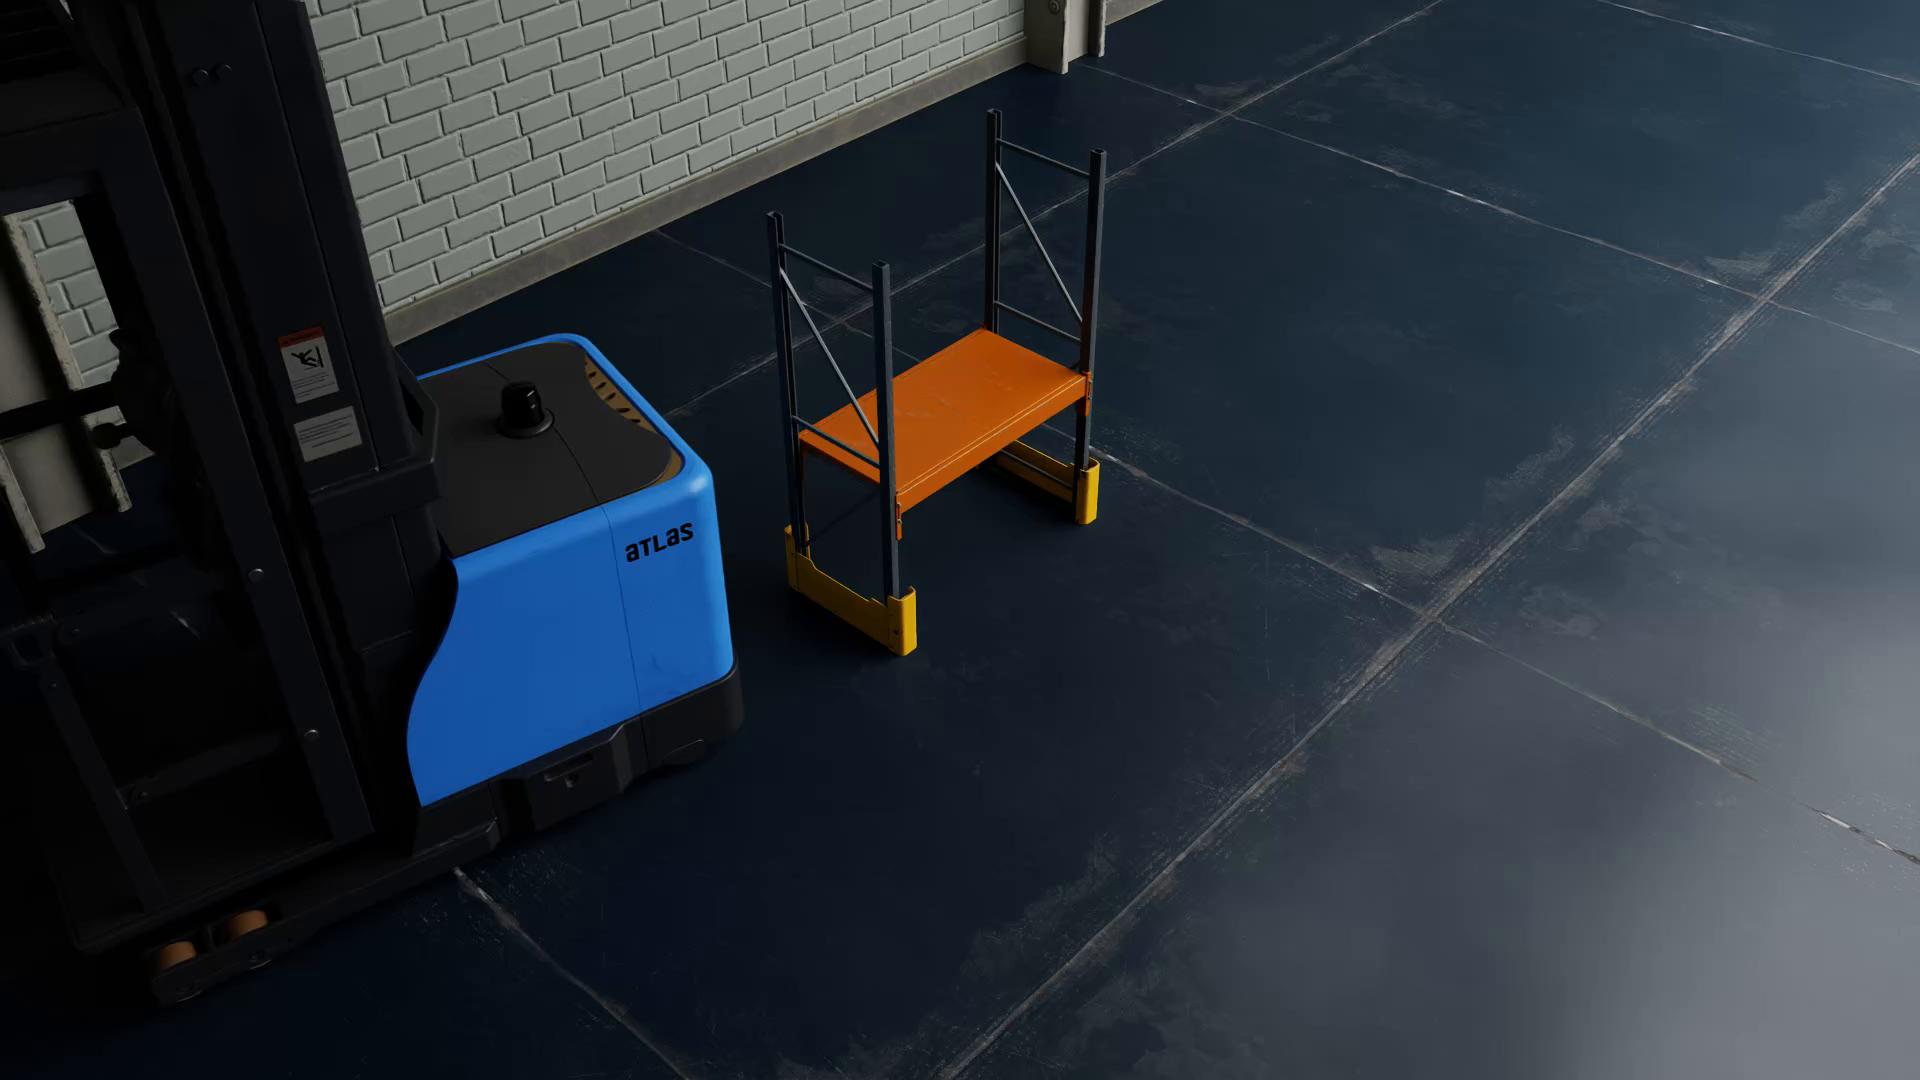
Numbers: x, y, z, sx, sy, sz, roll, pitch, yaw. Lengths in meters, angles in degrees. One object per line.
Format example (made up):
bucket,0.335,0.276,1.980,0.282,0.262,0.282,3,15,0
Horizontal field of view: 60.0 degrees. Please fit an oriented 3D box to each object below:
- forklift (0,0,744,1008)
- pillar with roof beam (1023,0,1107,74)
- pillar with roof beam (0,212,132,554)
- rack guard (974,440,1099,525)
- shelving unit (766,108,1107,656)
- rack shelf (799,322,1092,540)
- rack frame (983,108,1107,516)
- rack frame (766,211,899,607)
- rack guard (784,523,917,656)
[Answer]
forklift,-2.211,-0.241,4.198,3.031,2.935,1.130,-23,44,-26
pillar with roof beam,3.790,-4.572,4.770,9.100,9.000,0.400,30,47,32
pillar with roof beam,-0.258,-1.816,1.304,9.100,9.000,0.400,30,47,32
rack guard,0.285,-0.292,6.416,0.587,0.250,0.087,30,47,32
shelving unit,-0.051,-0.552,5.739,0.587,1.500,1.083,30,47,32
rack shelf,-0.058,-0.407,5.846,0.538,0.185,1.000,30,47,32
rack frame,0.285,-0.781,6.028,0.500,1.500,0.032,30,47,32
rack frame,-0.401,-0.314,5.440,0.500,1.500,0.032,30,47,32
rack guard,-0.387,0.166,5.840,0.587,0.250,0.087,30,47,32
